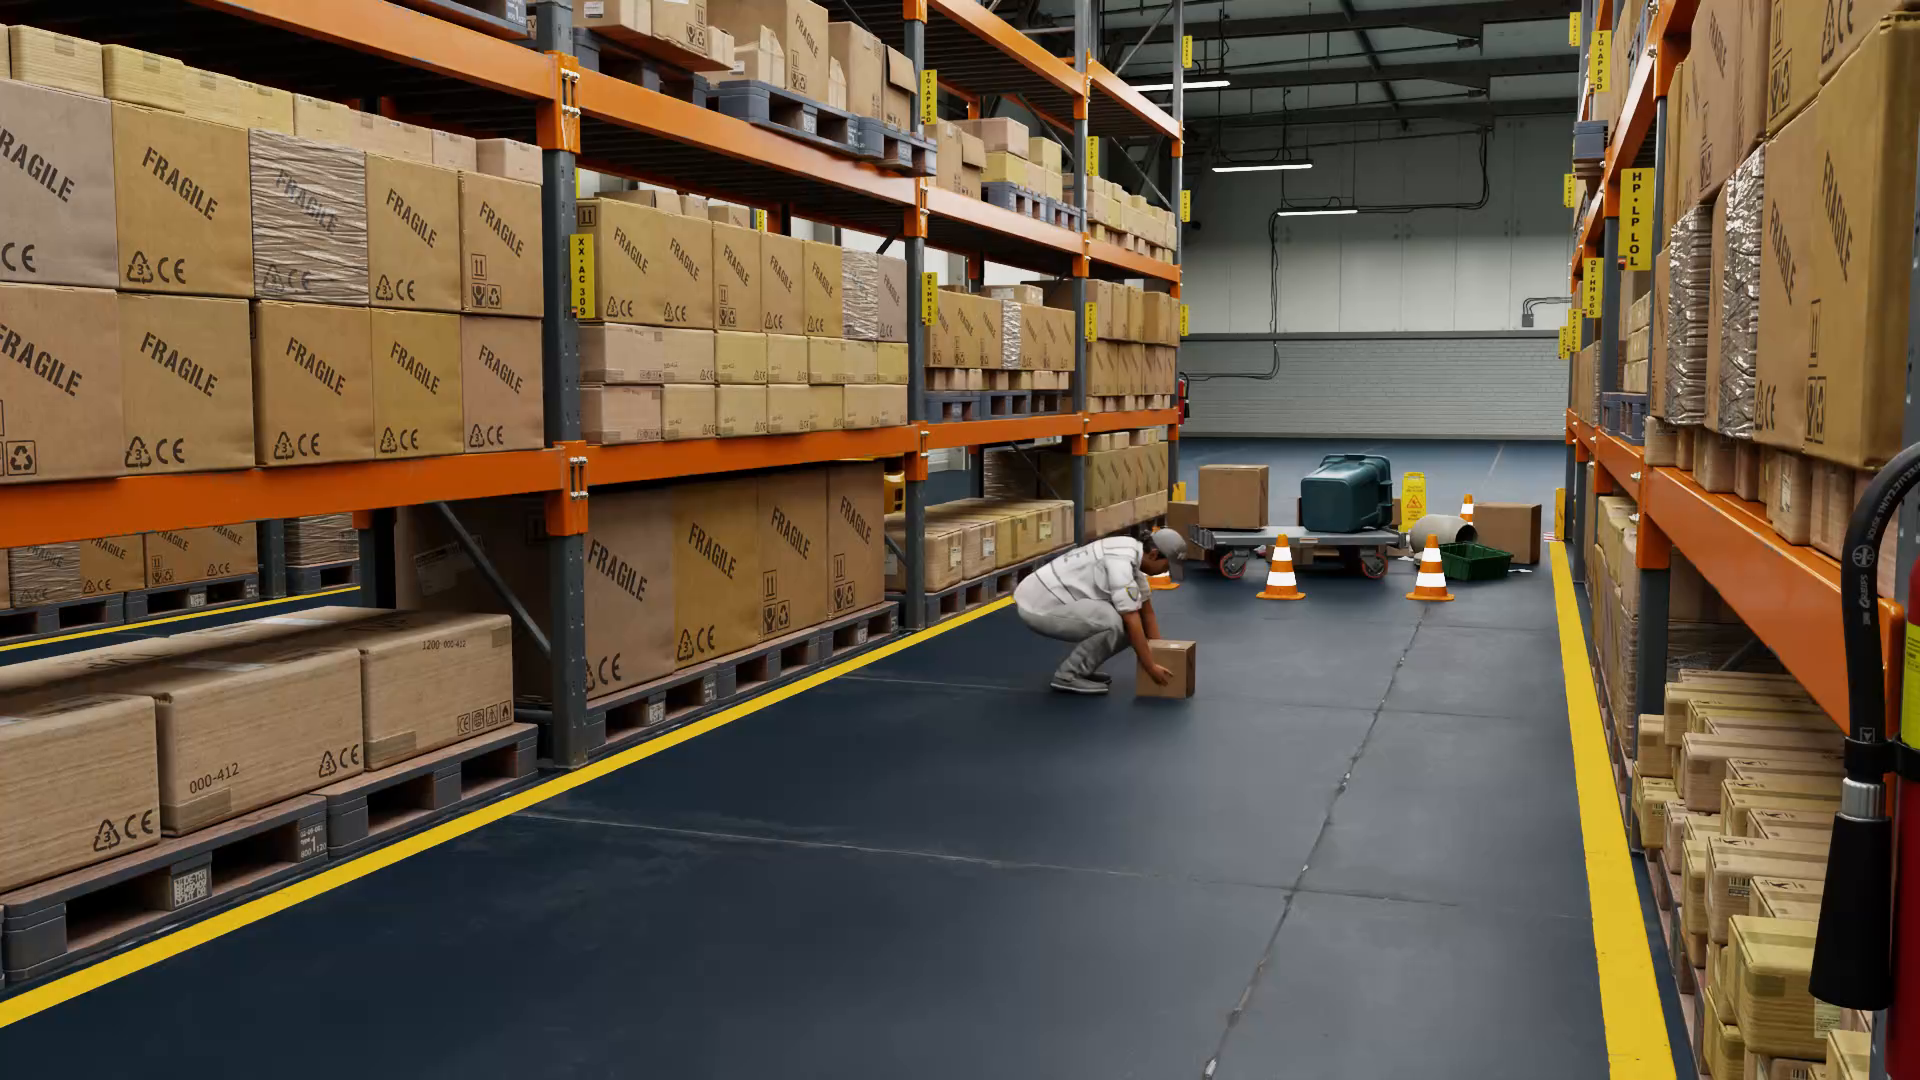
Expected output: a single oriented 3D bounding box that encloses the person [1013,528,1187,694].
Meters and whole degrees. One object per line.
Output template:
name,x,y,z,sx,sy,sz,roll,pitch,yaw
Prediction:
person,0.715,0.352,8.483,0.867,0.837,0.517,2,6,19
